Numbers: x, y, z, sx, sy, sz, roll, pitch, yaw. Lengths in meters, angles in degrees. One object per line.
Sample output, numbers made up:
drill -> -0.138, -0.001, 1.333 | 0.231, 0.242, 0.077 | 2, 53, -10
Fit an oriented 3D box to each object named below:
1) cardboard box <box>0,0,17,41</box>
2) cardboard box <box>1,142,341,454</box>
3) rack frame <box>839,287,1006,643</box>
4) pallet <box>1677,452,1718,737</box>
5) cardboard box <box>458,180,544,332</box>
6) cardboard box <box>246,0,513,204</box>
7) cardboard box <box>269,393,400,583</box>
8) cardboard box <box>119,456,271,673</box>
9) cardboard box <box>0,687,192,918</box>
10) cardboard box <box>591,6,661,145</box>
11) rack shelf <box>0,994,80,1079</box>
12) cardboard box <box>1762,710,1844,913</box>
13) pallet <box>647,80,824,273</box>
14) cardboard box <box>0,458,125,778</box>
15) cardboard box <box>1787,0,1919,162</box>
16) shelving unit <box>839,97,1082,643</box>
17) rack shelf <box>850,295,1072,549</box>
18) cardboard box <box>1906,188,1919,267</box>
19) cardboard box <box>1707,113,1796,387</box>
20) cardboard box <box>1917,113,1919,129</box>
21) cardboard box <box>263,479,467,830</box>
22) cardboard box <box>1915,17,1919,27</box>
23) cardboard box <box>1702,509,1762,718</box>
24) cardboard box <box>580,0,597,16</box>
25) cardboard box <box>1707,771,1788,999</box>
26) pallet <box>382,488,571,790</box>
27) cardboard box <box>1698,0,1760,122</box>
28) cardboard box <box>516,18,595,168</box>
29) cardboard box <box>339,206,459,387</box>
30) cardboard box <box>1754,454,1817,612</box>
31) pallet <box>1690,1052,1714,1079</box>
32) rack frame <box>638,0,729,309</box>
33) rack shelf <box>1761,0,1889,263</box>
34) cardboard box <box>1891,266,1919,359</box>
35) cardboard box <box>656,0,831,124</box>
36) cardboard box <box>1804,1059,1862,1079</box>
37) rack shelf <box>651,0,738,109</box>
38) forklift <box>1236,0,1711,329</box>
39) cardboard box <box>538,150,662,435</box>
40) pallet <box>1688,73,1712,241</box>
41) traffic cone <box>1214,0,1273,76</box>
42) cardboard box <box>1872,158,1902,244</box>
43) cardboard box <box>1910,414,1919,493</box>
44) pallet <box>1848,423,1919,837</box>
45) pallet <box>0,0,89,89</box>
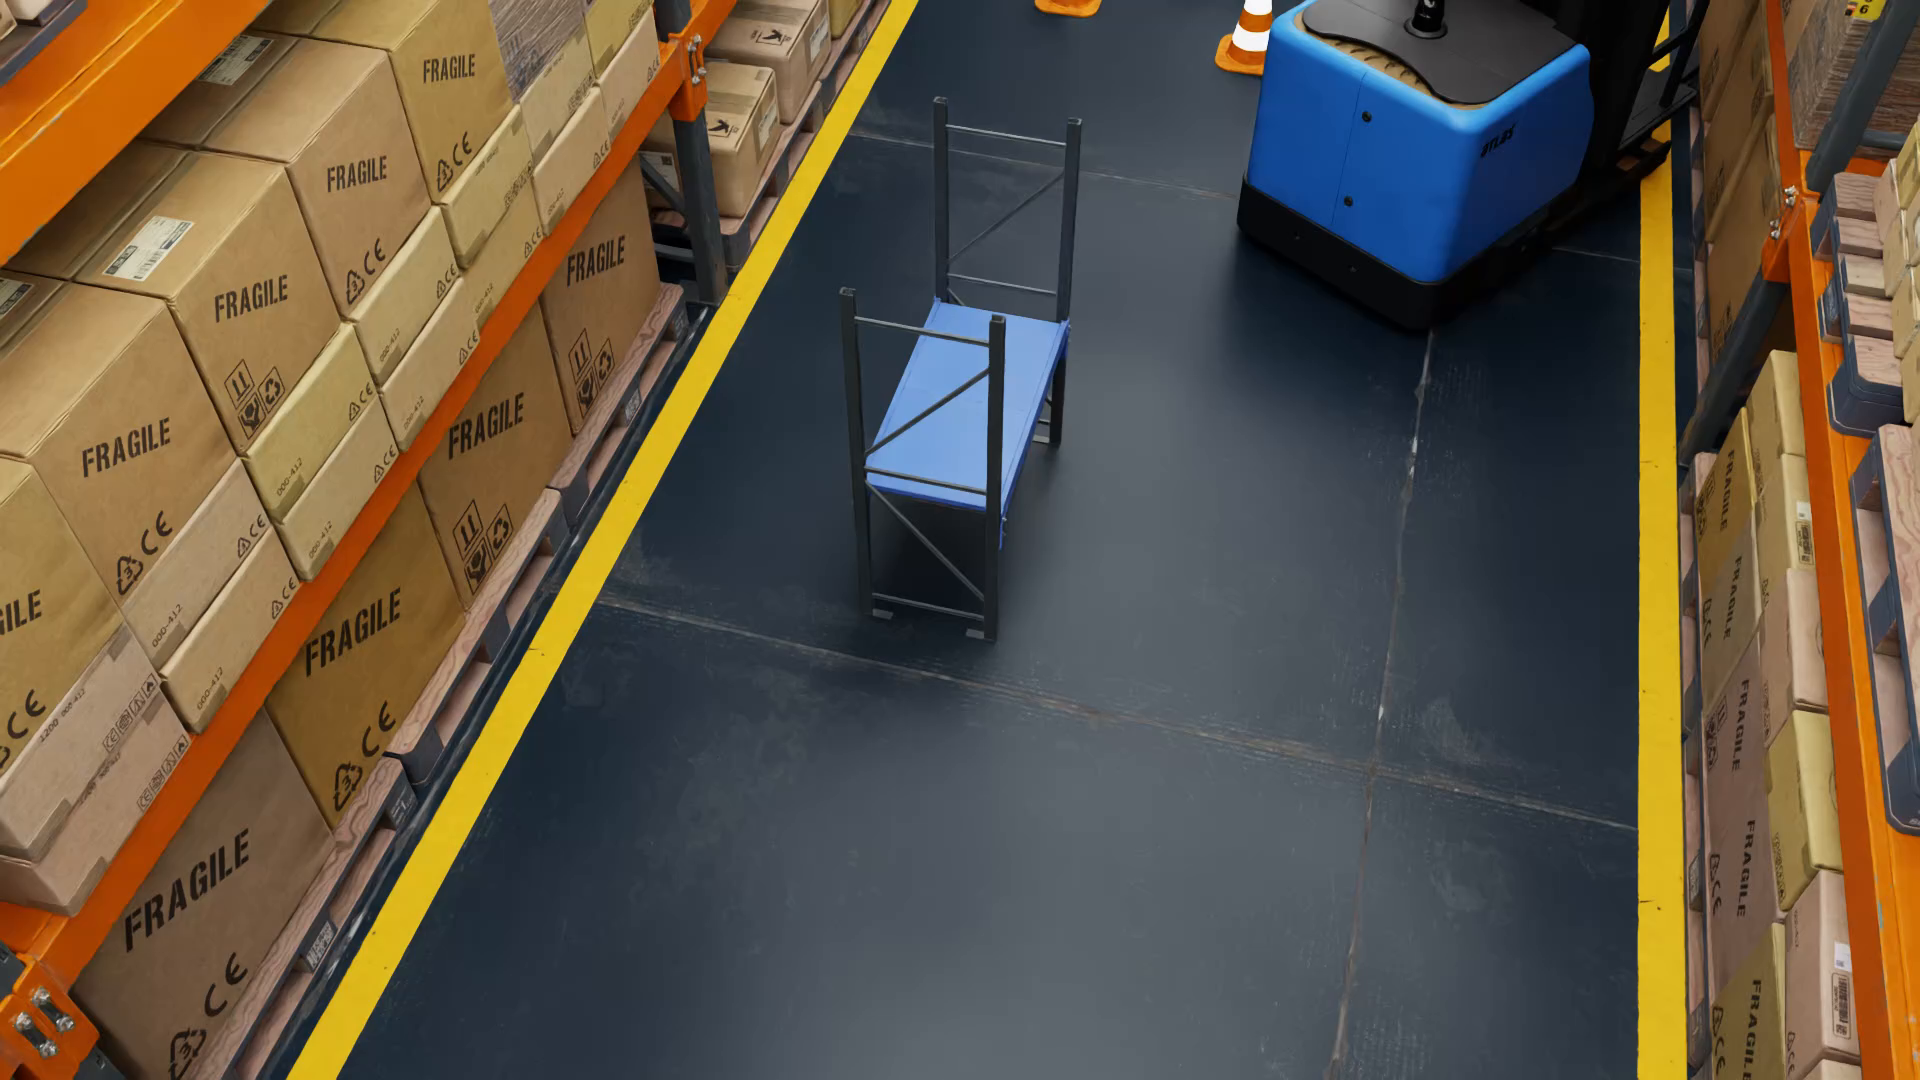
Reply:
cardboard box -> -2.039, -0.979, 2.766 | 0.500, 0.500, 0.500 | 11, 49, 9
cardboard box -> -1.915, -0.595, 4.041 | 0.500, 0.500, 0.500 | 10, 49, 9
rack frame -> -0.111, -0.190, 5.418 | 0.500, 1.500, 0.032 | 12, 50, 10
pallet -> 3.098, 0.264, 5.876 | 1.003, 0.211, 1.213 | 12, 50, 10
cardboard box -> -1.647, -0.927, 5.167 | 0.500, 0.250, 0.500 | 11, 50, 10
cardboard box -> -1.645, -1.335, 4.694 | 0.500, 0.500, 0.500 | 12, 50, 10
cardboard box -> -1.895, -0.192, 4.519 | 0.500, 0.250, 0.500 | 11, 50, 10
cardboard box -> -2.052, 0.005, 4.011 | 0.500, 0.250, 0.500 | 12, 50, 11
cardboard box -> -2.180, 0.550, 3.864 | 0.500, 0.250, 0.500 | 11, 49, 9
cardboard box -> -1.380, -1.660, 5.815 | 0.500, 0.250, 0.500 | 10, 49, 9
rack shelf -> -3.077, 2.451, 2.566 | 1.077, 0.370, 4.000 | 12, 50, 10
cardboard box -> 2.478, 0.767, 4.459 | 0.500, 0.250, 0.500 | 10, 49, 8
pallet -> -1.290, -1.769, 7.671 | 1.003, 0.211, 1.213 | 12, 50, 10
cardboard box -> -2.157, 0.141, 3.391 | 0.500, 0.500, 0.500 | 12, 50, 10
cardboard box -> 3.164, -1.635, 5.626 | 0.500, 0.500, 0.500 | 12, 50, 10
shelving unit -> 0.022, -0.558, 5.742 | 0.538, 1.500, 1.048 | 12, 50, 10
rack shelf -> 0.022, -0.439, 5.877 | 0.538, 0.185, 1.000 | 12, 50, 10
cardboard box -> 2.914, -0.871, 4.707 | 0.380, 0.149, 0.250 | 14, 50, 12
cardboard box -> 3.552, -1.040, 6.388 | 1.050, 0.750, 0.750 | 11, 49, 10
cardboard box -> 2.995, -1.177, 4.779 | 0.380, 0.149, 0.250 | 12, 50, 10
cardboard box -> -2.234, 0.211, 5.200 | 0.875, 0.875, 0.875 | 13, 50, 11
cardboard box -> 3.432, -1.910, 5.201 | 0.700, 0.500, 0.500 | 11, 50, 10
cardboard box -> 2.743, 0.291, 5.380 | 0.500, 0.500, 0.500 | 12, 50, 10
cardboard box -> -1.381, -2.065, 5.339 | 0.500, 0.500, 0.500 | 10, 49, 9
cardboard box -> 2.478, 1.032, 4.726 | 0.500, 0.500, 0.500 | 11, 49, 9
pallet -> -2.101, 0.231, 5.906 | 1.003, 0.211, 1.213 | 12, 50, 10
cardboard box -> 4.023, -2.347, 7.541 | 1.050, 0.750, 0.750 | 12, 50, 10
cardboard box -> -1.511, -1.471, 5.314 | 0.500, 0.250, 0.500 | 10, 49, 9
cardboard box -> -1.763, -0.721, 4.652 | 0.500, 0.250, 0.500 | 10, 49, 9
cardboard box -> 2.756, 0.035, 5.106 | 0.500, 0.250, 0.500 | 11, 49, 10
pallet -> 2.455, 2.029, 4.318 | 1.003, 0.211, 1.213 | 12, 50, 10
rack frame -> -1.497, -2.127, 6.127 | 1.000, 3.000, 0.127 | 12, 50, 10
rack shelf -> 3.831, -2.432, 6.875 | 1.077, 0.370, 4.000 | 12, 50, 10
cardboard box -> 2.851, -0.606, 4.672 | 0.380, 0.149, 0.250 | 14, 50, 12
cardboard box -> -1.153, -2.338, 7.786 | 0.950, 0.372, 0.625 | 11, 49, 9
cardboard box -> 2.204, 1.521, 3.794 | 0.500, 0.250, 0.500 | 10, 49, 9
rack shelf -> -0.971, -3.336, 7.673 | 1.077, 0.370, 4.000 | 12, 50, 10
forklift -> 2.651, -2.829, 6.792 | 3.031, 2.935, 1.130 | -35, 57, -27
cardboard box -> -1.759, -1.080, 6.339 | 0.875, 0.875, 0.875 | 11, 50, 10
pallet -> 3.908, -1.736, 7.641 | 1.003, 0.211, 1.213 | 12, 50, 10
traffic cone -> 1.468, -2.601, 8.237 | 0.336, 0.463, 0.334 | 12, 50, 10
cardboard box -> 2.992, -0.995, 5.015 | 0.380, 0.149, 0.250 | 11, 49, 10
cardboard box -> 2.714, -0.217, 4.329 | 0.380, 0.149, 0.250 | 13, 50, 11
pallet -> 2.823, 0.280, 4.130 | 1.003, 0.211, 1.213 | 12, 50, 10
pallet -> -2.357, -0.836, 3.114 | 0.805, 0.209, 1.217 | 10, 49, 9
